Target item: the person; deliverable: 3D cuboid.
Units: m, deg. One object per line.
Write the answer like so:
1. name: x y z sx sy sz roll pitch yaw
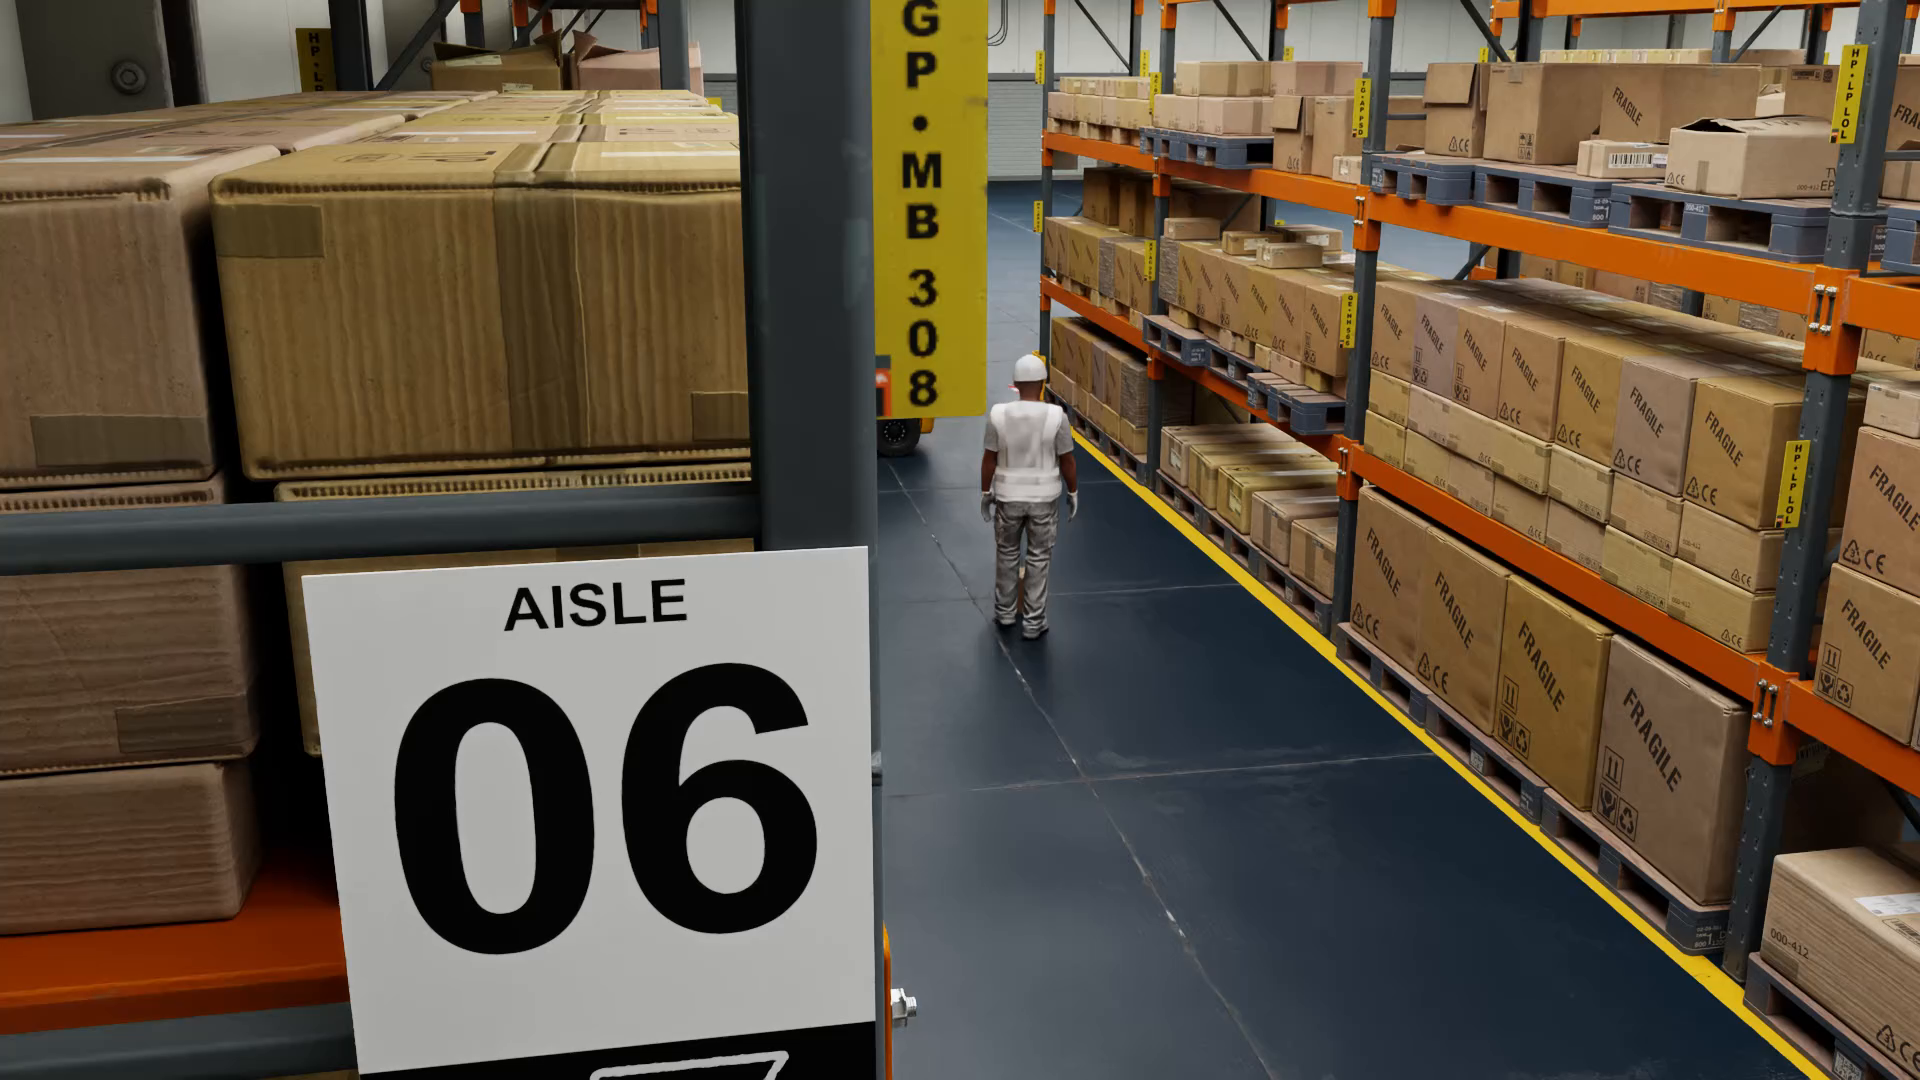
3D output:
1. person: 0.446 -0.288 10.463 0.606 1.800 0.537 3 16 10
